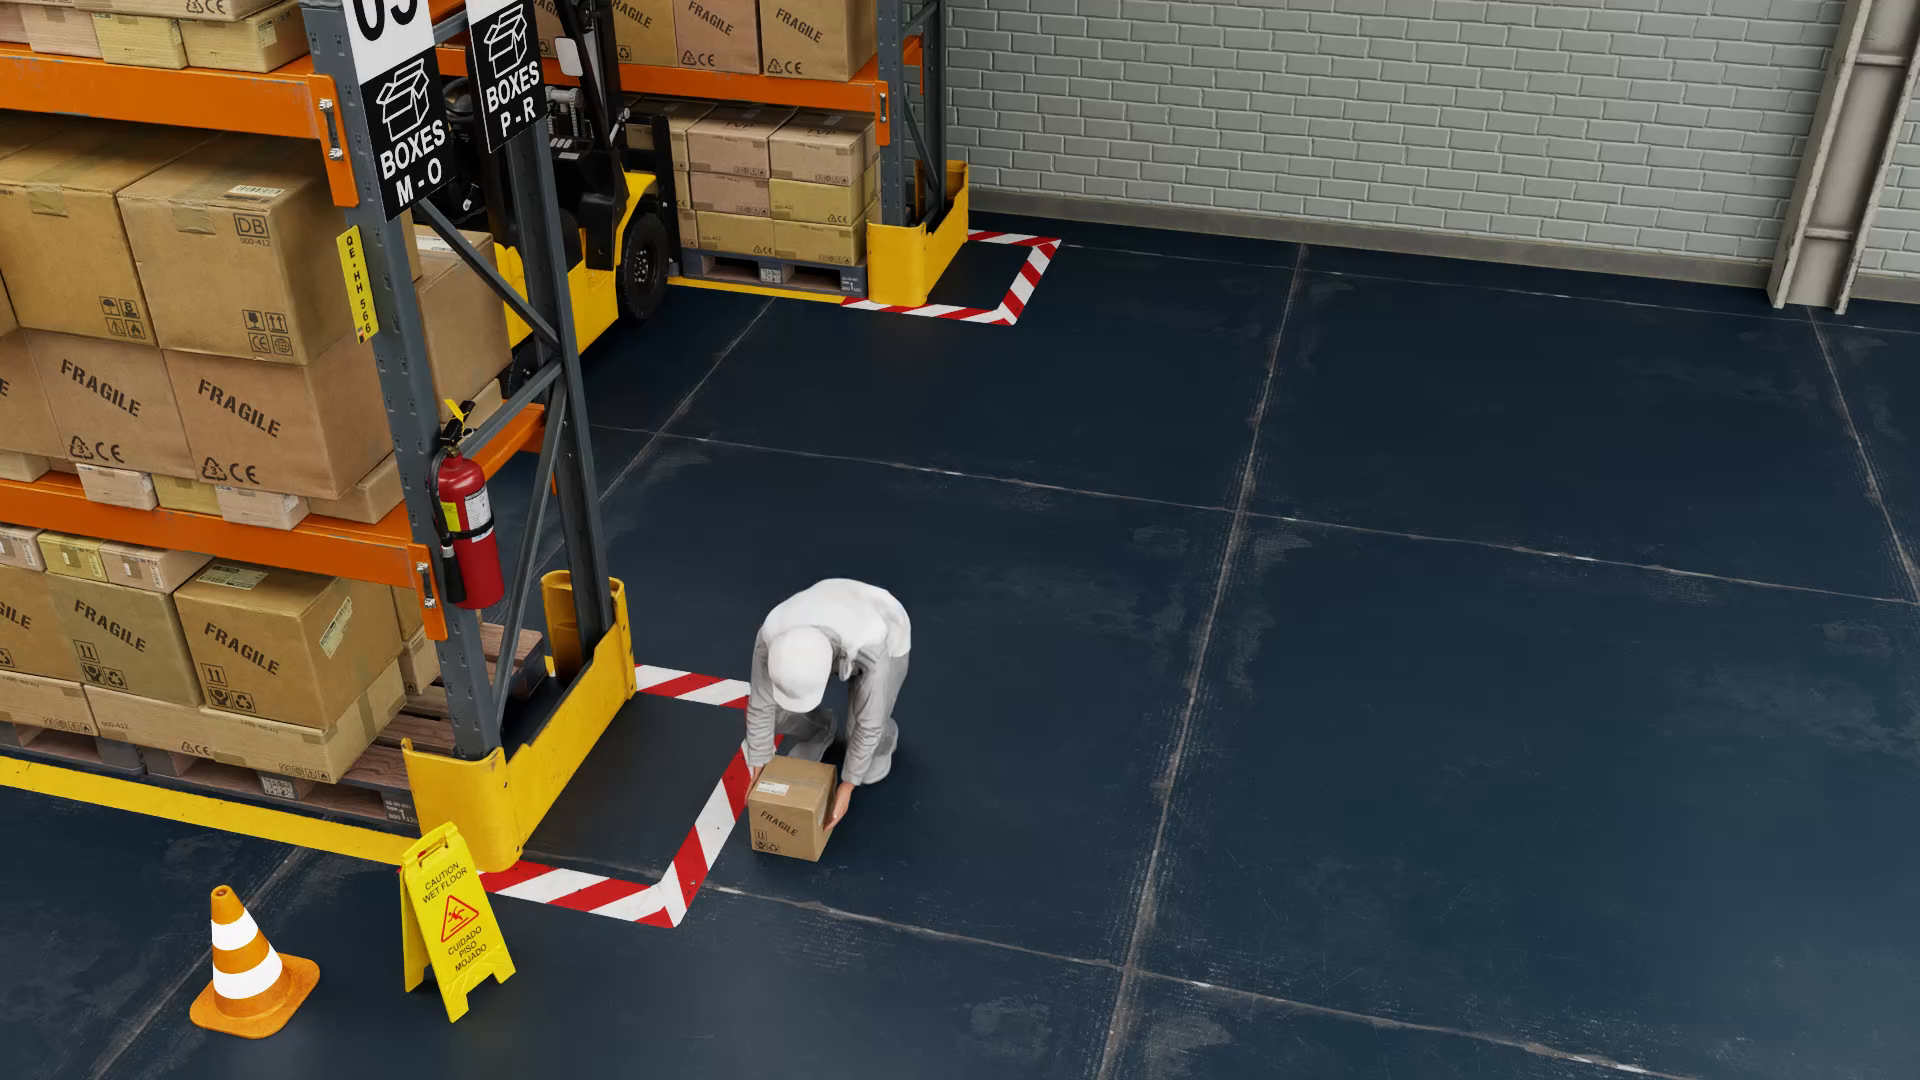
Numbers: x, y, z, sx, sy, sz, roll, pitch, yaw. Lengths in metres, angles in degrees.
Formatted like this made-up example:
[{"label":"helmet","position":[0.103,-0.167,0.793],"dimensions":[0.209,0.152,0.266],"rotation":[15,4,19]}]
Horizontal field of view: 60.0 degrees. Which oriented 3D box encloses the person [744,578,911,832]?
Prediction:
[{"label":"person","position":[-0.471,0.522,6.088],"dimensions":[0.529,0.927,0.913],"rotation":[11,34,17]}]
